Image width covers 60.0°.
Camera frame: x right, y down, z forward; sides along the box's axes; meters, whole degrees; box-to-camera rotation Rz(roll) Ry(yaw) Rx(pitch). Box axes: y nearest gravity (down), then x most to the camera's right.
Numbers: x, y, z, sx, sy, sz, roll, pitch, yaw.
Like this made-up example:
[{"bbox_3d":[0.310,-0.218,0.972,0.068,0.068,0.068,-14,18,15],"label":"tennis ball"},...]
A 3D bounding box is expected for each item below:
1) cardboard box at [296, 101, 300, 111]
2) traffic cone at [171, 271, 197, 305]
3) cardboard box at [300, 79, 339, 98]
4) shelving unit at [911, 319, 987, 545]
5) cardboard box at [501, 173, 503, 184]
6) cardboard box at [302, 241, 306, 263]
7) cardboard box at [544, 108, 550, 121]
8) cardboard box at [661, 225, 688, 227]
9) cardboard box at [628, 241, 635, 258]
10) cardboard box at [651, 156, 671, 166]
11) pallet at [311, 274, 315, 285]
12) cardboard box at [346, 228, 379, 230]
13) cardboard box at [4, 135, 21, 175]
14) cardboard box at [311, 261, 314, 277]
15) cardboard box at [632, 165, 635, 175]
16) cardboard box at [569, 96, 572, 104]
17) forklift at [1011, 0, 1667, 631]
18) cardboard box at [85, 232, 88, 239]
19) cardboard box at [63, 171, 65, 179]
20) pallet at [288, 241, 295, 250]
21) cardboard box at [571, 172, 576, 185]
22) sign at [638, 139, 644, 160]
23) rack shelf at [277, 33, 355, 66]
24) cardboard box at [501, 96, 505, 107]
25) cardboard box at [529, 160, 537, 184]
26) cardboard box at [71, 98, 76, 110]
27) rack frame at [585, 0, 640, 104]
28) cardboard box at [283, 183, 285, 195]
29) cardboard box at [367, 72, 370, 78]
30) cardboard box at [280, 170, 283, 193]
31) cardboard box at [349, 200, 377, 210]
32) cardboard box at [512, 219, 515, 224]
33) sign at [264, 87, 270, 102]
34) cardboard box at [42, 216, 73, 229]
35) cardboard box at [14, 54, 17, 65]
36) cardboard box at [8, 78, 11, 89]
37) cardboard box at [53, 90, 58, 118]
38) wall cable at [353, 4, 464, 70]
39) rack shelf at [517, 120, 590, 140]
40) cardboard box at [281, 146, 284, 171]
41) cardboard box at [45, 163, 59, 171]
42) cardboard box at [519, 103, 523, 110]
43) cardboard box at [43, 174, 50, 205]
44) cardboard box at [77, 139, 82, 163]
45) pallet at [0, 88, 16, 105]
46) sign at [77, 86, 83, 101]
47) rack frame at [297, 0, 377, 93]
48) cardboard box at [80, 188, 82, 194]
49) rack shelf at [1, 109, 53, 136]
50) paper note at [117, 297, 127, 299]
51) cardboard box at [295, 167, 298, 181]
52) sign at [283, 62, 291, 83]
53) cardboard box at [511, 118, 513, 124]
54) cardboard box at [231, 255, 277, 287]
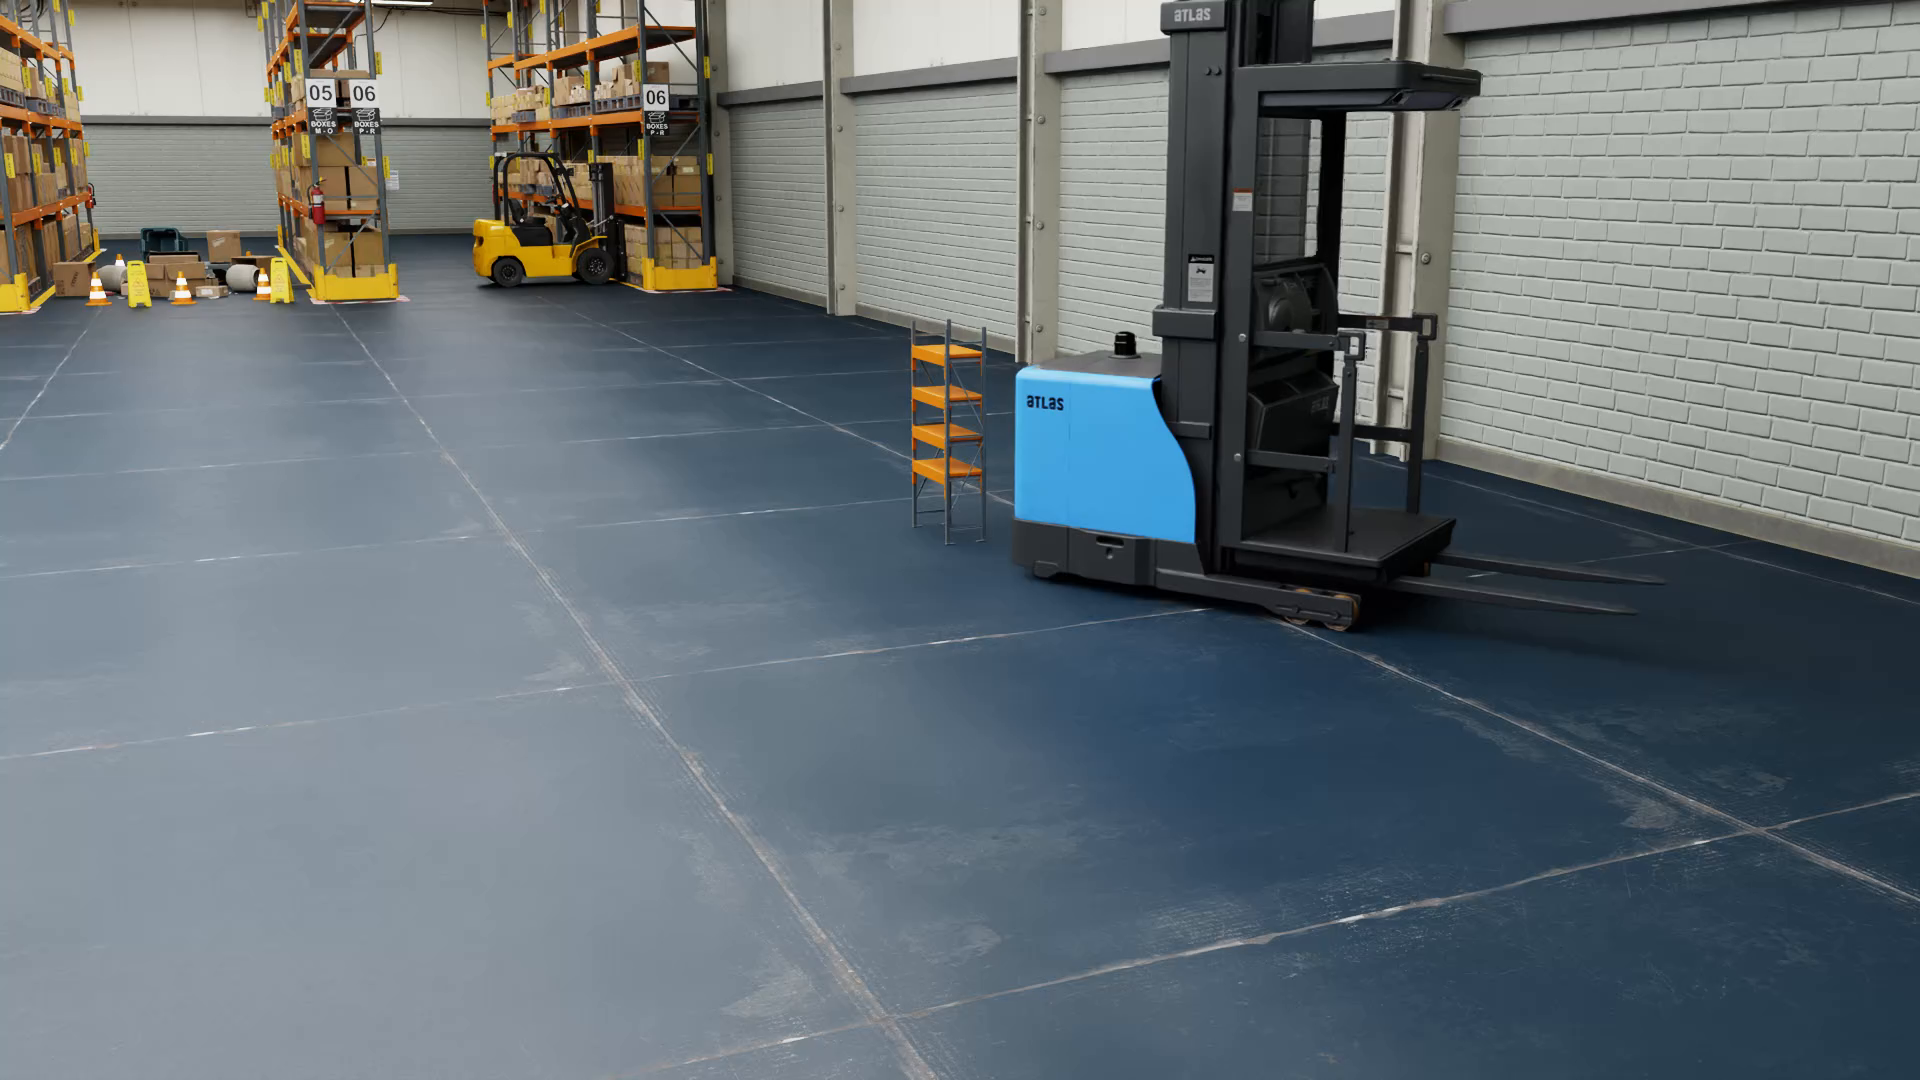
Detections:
[{"bbox_3d":[-10.368,-6.918,26.514,0.380,0.149,0.250,-6,14,-24],"label":"cardboard box"},{"bbox_3d":[-11.337,-3.679,24.242,0.336,0.463,0.334,-6,14,-23],"label":"traffic cone"},{"bbox_3d":[-9.554,-6.728,24.809,0.500,0.250,0.500,-6,14,-24],"label":"cardboard box"},{"bbox_3d":[-0.066,-0.619,9.382,0.258,1.200,0.503,-6,14,-23],"label":"shelving unit"},{"bbox_3d":[-10.622,-8.614,39.607,0.500,0.250,0.500,-6,14,-24],"label":"cardboard box"},{"bbox_3d":[-11.488,-5.264,30.359,0.950,0.372,0.625,-5,14,-21],"label":"cardboard box"},{"bbox_3d":[-8.188,-8.688,33.936,0.500,0.250,0.500,-6,14,-25],"label":"cardboard box"},{"bbox_3d":[-4.778,-5.134,27.850,0.500,0.250,0.500,-6,14,-23],"label":"cardboard box"},{"bbox_3d":[-5.228,-4.848,27.723,0.500,0.250,0.500,-6,14,-24],"label":"cardboard box"},{"bbox_3d":[-4.892,-6.127,26.872,0.380,0.149,0.250,-6,14,-23],"label":"cardboard box"},{"bbox_3d":[-10.403,-4.446,28.111,1.003,0.211,1.213,-6,14,-23],"label":"pallet"},{"bbox_3d":[-9.589,-4.752,26.755,0.500,0.500,0.500,-5,14,-22],"label":"cardboard box"},{"bbox_3d":[-14.115,-5.558,24.005,0.875,0.550,0.550,-6,14,-23],"label":"cardboard box"},{"bbox_3d":[-10.087,-4.337,26.621,0.500,0.250,0.500,-6,14,-25],"label":"cardboard box"},{"bbox_3d":[-5.218,-6.135,27.566,0.380,0.149,0.250,-6,14,-23],"label":"cardboard box"},{"bbox_3d":[-7.186,-8.340,31.506,0.380,0.149,0.250,-6,14,-24],"label":"cardboard box"},{"bbox_3d":[1.776,-1.149,7.835,3.031,2.935,1.130,8,15,32],"label":"forklift"},{"bbox_3d":[-18.883,-6.507,35.562,0.380,0.149,0.250,-5,14,-22],"label":"cardboard box"},{"bbox_3d":[-17.957,-7.233,32.936,0.380,0.149,0.250,-6,14,-23],"label":"cardboard box"},{"bbox_3d":[-14.635,-6.651,37.638,1.003,0.211,1.213,-6,14,-23],"label":"pallet"},{"bbox_3d":[-7.186,-6.956,31.995,0.500,0.250,0.500,-5,14,-22],"label":"cardboard box"},{"bbox_3d":[-5.058,-6.196,26.396,0.100,0.325,0.005,-6,14,-23],"label":"sign"},{"bbox_3d":[-11.506,-8.731,29.618,1.077,0.370,4.000,-6,14,-23],"label":"rack shelf"},{"bbox_3d":[-10.403,-10.217,38.774,0.500,0.250,0.500,-5,14,-21],"label":"cardboard box"},{"bbox_3d":[-8.852,-7.906,35.724,0.700,0.500,0.500,-6,14,-23],"label":"cardboard box"},{"bbox_3d":[-19.180,-9.299,35.469,0.500,0.250,0.500,-5,14,-22],"label":"cardboard box"},{"bbox_3d":[-6.158,-9.312,29.646,1.000,3.000,0.127,-6,14,-23],"label":"rack frame"},{"bbox_3d":[-13.975,-7.405,35.045,0.500,0.250,0.500,-6,14,-24],"label":"cardboard box"},{"bbox_3d":[-9.249,-7.099,25.528,0.380,0.149,0.250,-6,14,-23],"label":"cardboard box"},{"bbox_3d":[-14.540,-7.820,36.284,0.500,0.500,0.500,-6,14,-24],"label":"cardboard box"},{"bbox_3d":[-9.049,-5.080,25.224,0.380,0.149,0.250,-6,14,-23],"label":"cardboard box"},{"bbox_3d":[-10.084,-7.326,38.982,0.700,0.500,0.500,-6,14,-25],"label":"cardboard box"},{"bbox_3d":[-16.022,-10.296,38.437,0.100,0.325,0.005,-6,14,-23],"label":"sign"},{"bbox_3d":[-17.456,-6.131,32.155,0.500,0.250,0.500,-6,14,-25],"label":"cardboard box"},{"bbox_3d":[-14.560,-7.302,25.250,0.380,0.149,0.250,-6,14,-23],"label":"cardboard box"},{"bbox_3d":[-14.049,-6.651,24.206,0.380,0.149,0.250,-5,14,-22],"label":"cardboard box"},{"bbox_3d":[-17.199,-8.156,31.083,0.500,0.500,0.500,-6,14,-23],"label":"cardboard box"},{"bbox_3d":[-14.790,-12.821,44.726,2.988,3.039,0.133,-6,14,-23],"label":"wall cable"},{"bbox_3d":[-8.561,-8.740,35.422,1.077,0.370,4.000,-6,14,-23],"label":"rack shelf"},{"bbox_3d":[-13.767,-7.909,34.451,0.500,0.500,0.500,-6,14,-23],"label":"cardboard box"},{"bbox_3d":[-17.543,-7.162,31.970,0.380,0.149,0.250,-6,14,-25],"label":"cardboard box"},{"bbox_3d":[-9.321,-9.376,35.982,0.380,0.149,0.250,-5,14,-22],"label":"cardboard box"},{"bbox_3d":[-15.564,-5.861,27.821,0.500,0.500,0.500,-6,14,-23],"label":"cardboard box"},{"bbox_3d":[-19.176,-8.349,35.691,0.500,0.500,0.500,-5,14,-20],"label":"cardboard box"},{"bbox_3d":[-14.397,-6.469,24.210,1.003,0.211,1.213,-6,14,-23],"label":"pallet"},{"bbox_3d":[-19.490,-9.890,36.833,0.100,0.325,0.005,-6,14,-23],"label":"sign"},{"bbox_3d":[-9.102,-8.036,24.135,1.000,3.000,0.127,-6,14,-23],"label":"rack frame"},{"bbox_3d":[-19.235,-7.574,36.000,0.380,0.149,0.250,-6,14,-25],"label":"cardboard box"},{"bbox_3d":[-16.001,-6.996,27.889,1.077,0.370,4.000,-6,14,-23],"label":"rack shelf"},{"bbox_3d":[-12.653,-3.667,25.150,0.144,0.017,0.142,-1,13,-4],"label":"paper note"},{"bbox_3d":[-11.711,-6.731,29.986,0.500,0.500,0.500,-6,14,-25],"label":"cardboard box"},{"bbox_3d":[-11.212,-7.794,27.722,0.100,0.325,0.005,-6,14,-23],"label":"sign"},{"bbox_3d":[-10.066,-9.587,38.044,0.380,0.149,0.250,-6,14,-23],"label":"cardboard box"},{"bbox_3d":[-11.522,-4.379,27.176,0.500,0.500,0.500,4,14,16],"label":"cardboard box"}]
